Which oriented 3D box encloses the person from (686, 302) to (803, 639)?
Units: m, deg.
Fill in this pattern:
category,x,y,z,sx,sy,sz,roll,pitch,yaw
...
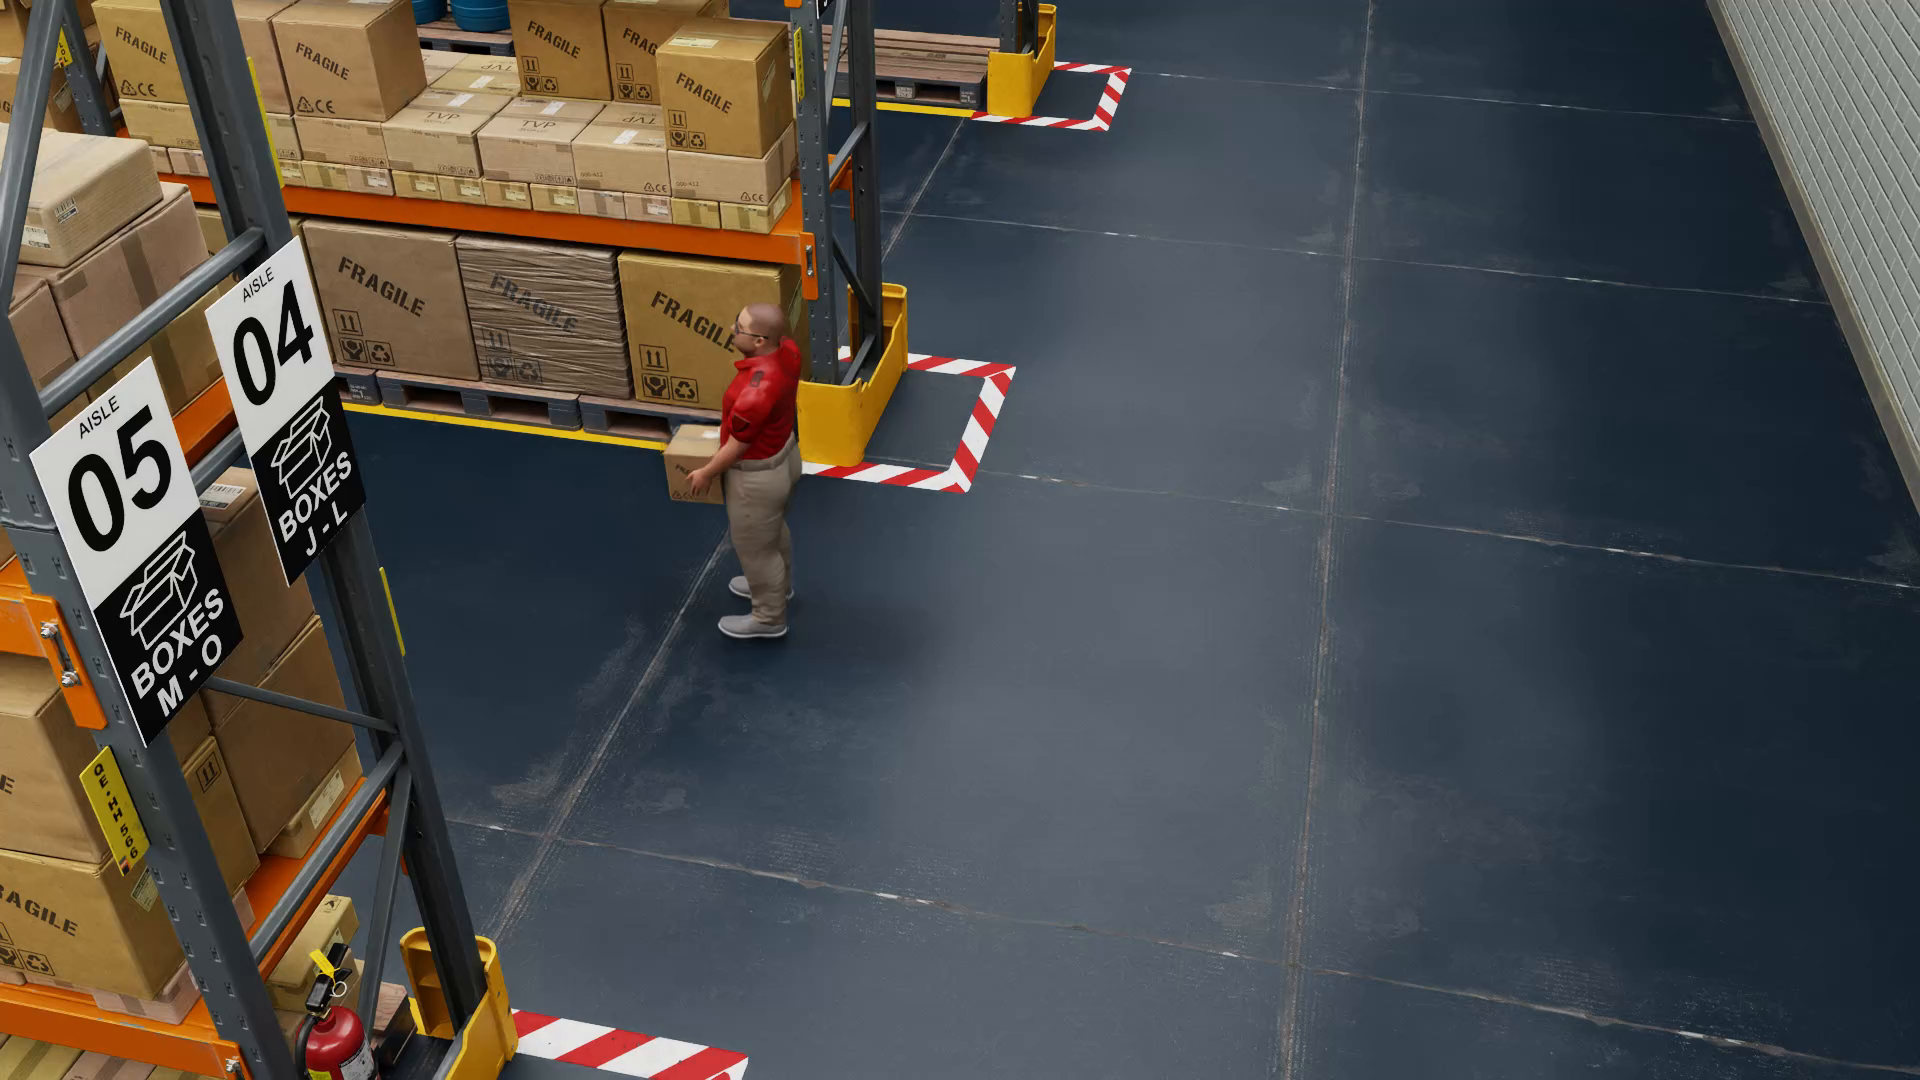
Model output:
category,x,y,z,sx,sy,sz,roll,pitch,yaw
person,-0.940,-0.311,7.399,0.481,1.729,0.550,8,37,10
